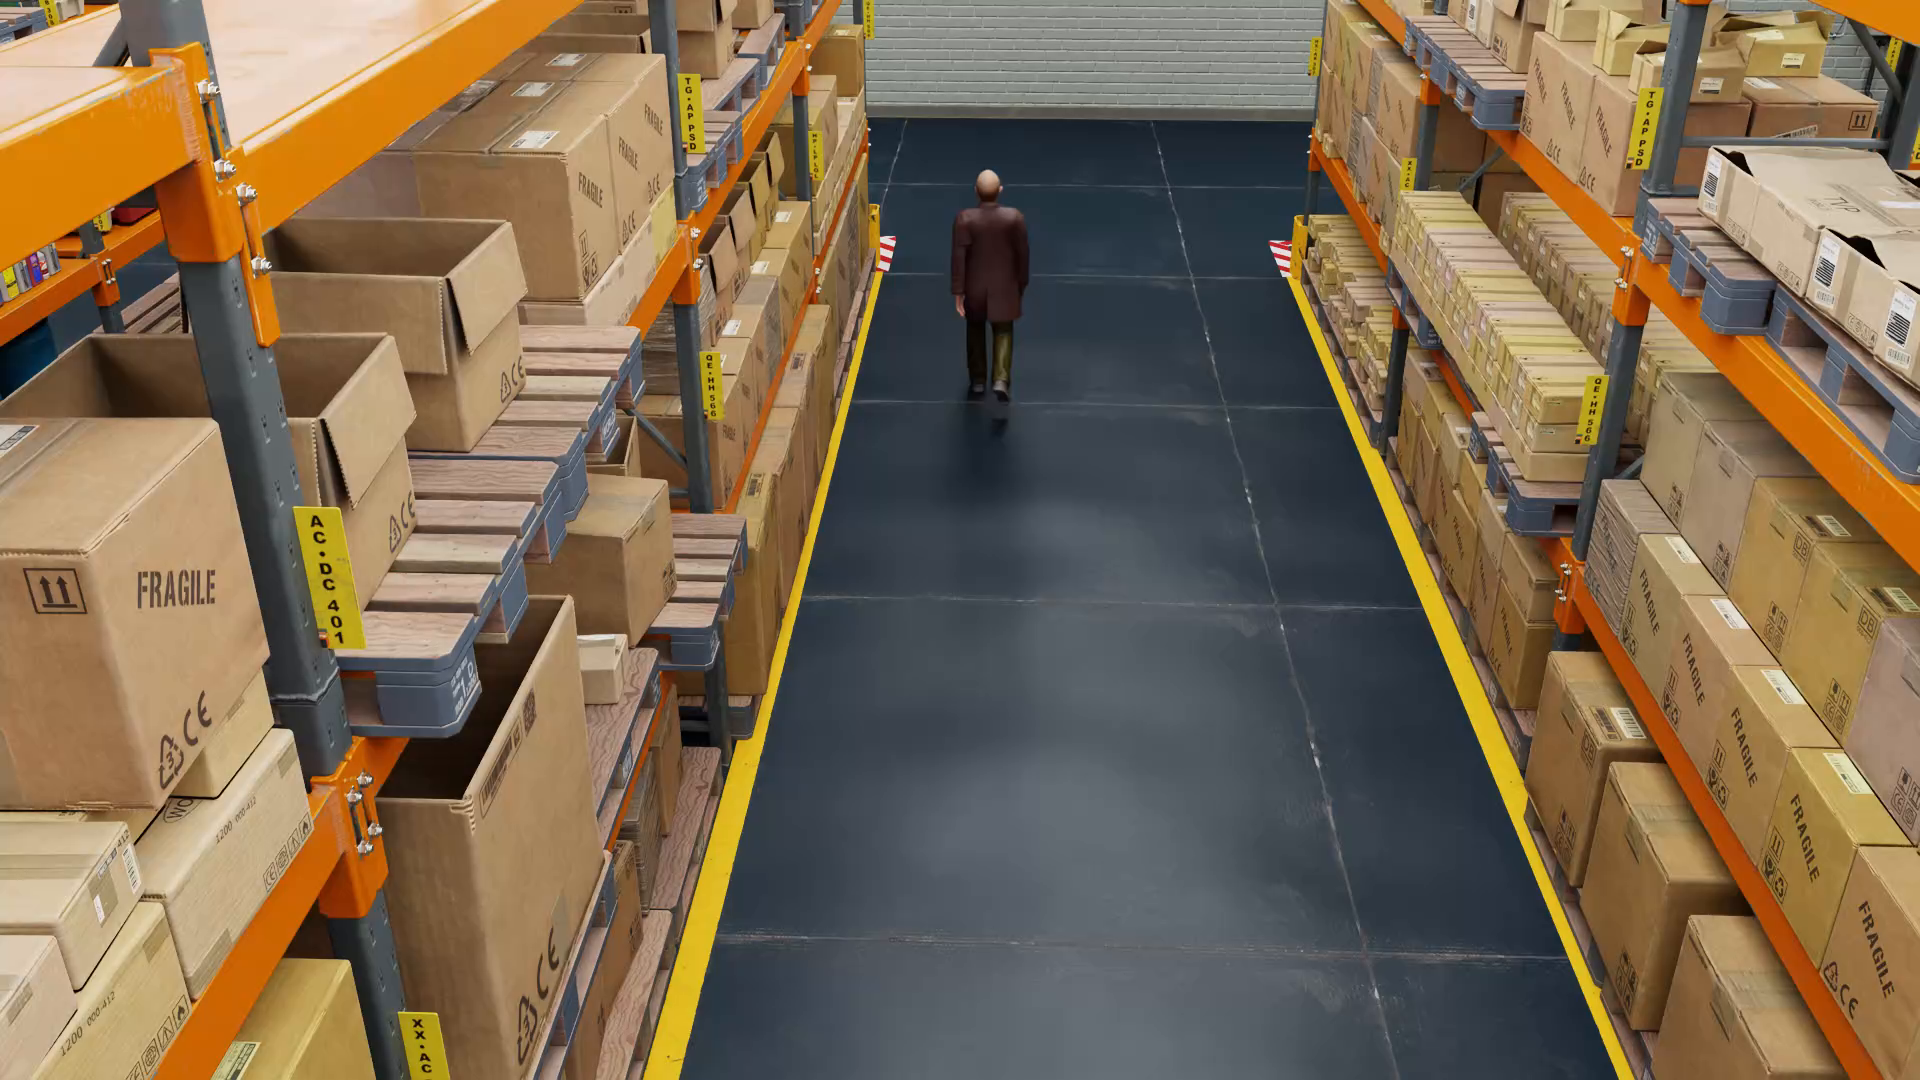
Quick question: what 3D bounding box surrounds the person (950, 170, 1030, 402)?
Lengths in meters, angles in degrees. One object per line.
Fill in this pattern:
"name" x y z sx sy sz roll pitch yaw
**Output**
"person" 0.219 -1.840 12.148 0.574 1.748 0.969 1 28 1
